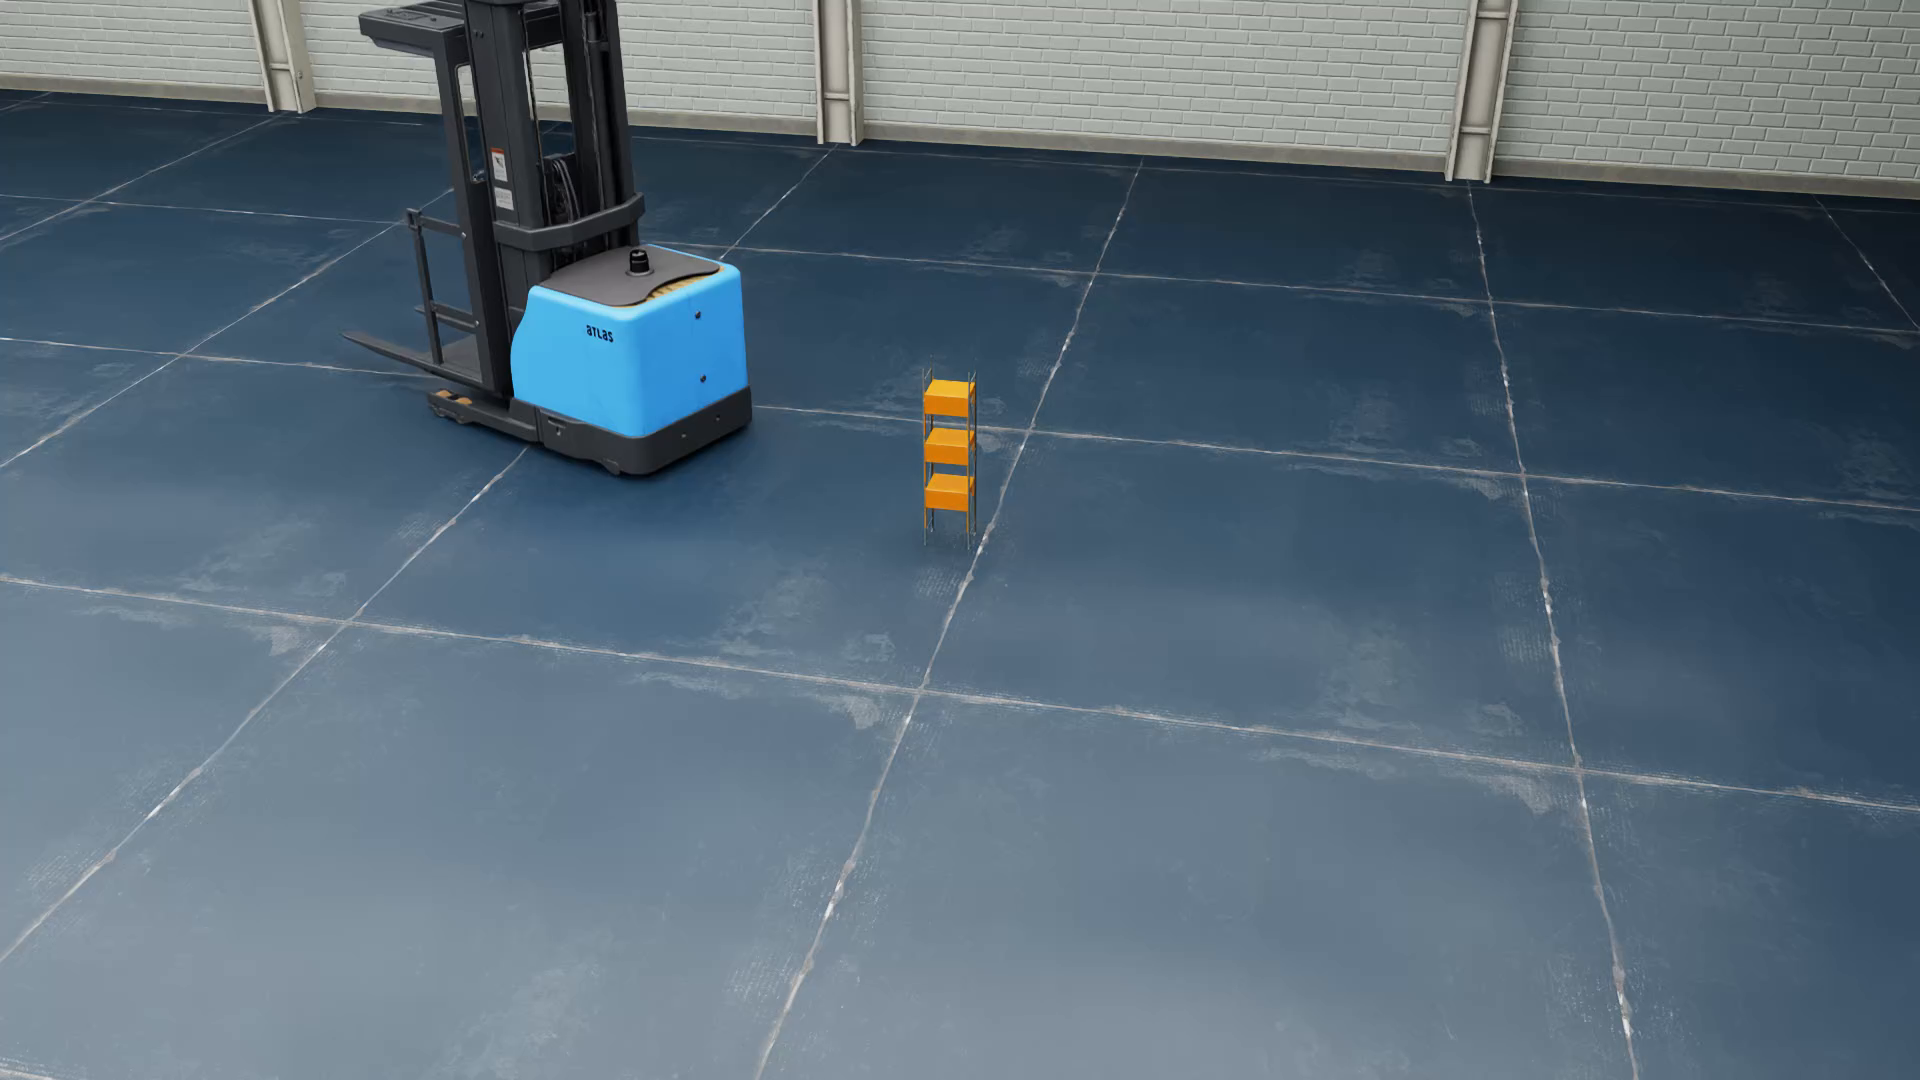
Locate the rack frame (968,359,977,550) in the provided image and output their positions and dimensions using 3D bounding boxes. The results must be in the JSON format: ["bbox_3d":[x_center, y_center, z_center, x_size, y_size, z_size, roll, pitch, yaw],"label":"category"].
[{"bbox_3d":[0.067,-0.454,8.985,0.008,1.050,0.200,6,29,11],"label":"rack frame"}]

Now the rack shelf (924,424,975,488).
[{"bbox_3d":[-0.052,-0.457,9.013,0.240,0.259,0.215,6,29,11],"label":"rack shelf"}]

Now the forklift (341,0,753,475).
[{"bbox_3d":[-2.806,-2.212,10.238,3.031,2.935,1.130,19,34,30],"label":"forklift"}]

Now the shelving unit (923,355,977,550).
[{"bbox_3d":[-0.052,-0.466,9.008,0.252,1.050,0.215,6,29,11],"label":"shelving unit"}]

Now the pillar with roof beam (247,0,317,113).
[{"bbox_3d":[-7.944,-6.485,11.724,0.400,9.000,9.100,6,29,11],"label":"pillar with roof beam"}]

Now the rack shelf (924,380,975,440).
[{"bbox_3d":[-0.052,-0.705,8.877,0.240,0.259,0.215,6,29,11],"label":"rack shelf"}]

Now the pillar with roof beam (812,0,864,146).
[{"bbox_3d":[-2.076,-5.883,10.625,0.400,9.000,9.100,6,29,11],"label":"pillar with roof beam"}]

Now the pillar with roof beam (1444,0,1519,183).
[{"bbox_3d":[3.792,-5.282,9.526,0.400,9.000,9.100,6,29,11],"label":"pillar with roof beam"}]

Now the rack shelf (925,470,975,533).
[{"bbox_3d":[-0.052,-0.213,9.146,0.240,0.259,0.215,6,29,11],"label":"rack shelf"}]

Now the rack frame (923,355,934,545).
[{"bbox_3d":[-0.172,-0.478,9.030,0.008,1.050,0.200,6,29,11],"label":"rack frame"}]
